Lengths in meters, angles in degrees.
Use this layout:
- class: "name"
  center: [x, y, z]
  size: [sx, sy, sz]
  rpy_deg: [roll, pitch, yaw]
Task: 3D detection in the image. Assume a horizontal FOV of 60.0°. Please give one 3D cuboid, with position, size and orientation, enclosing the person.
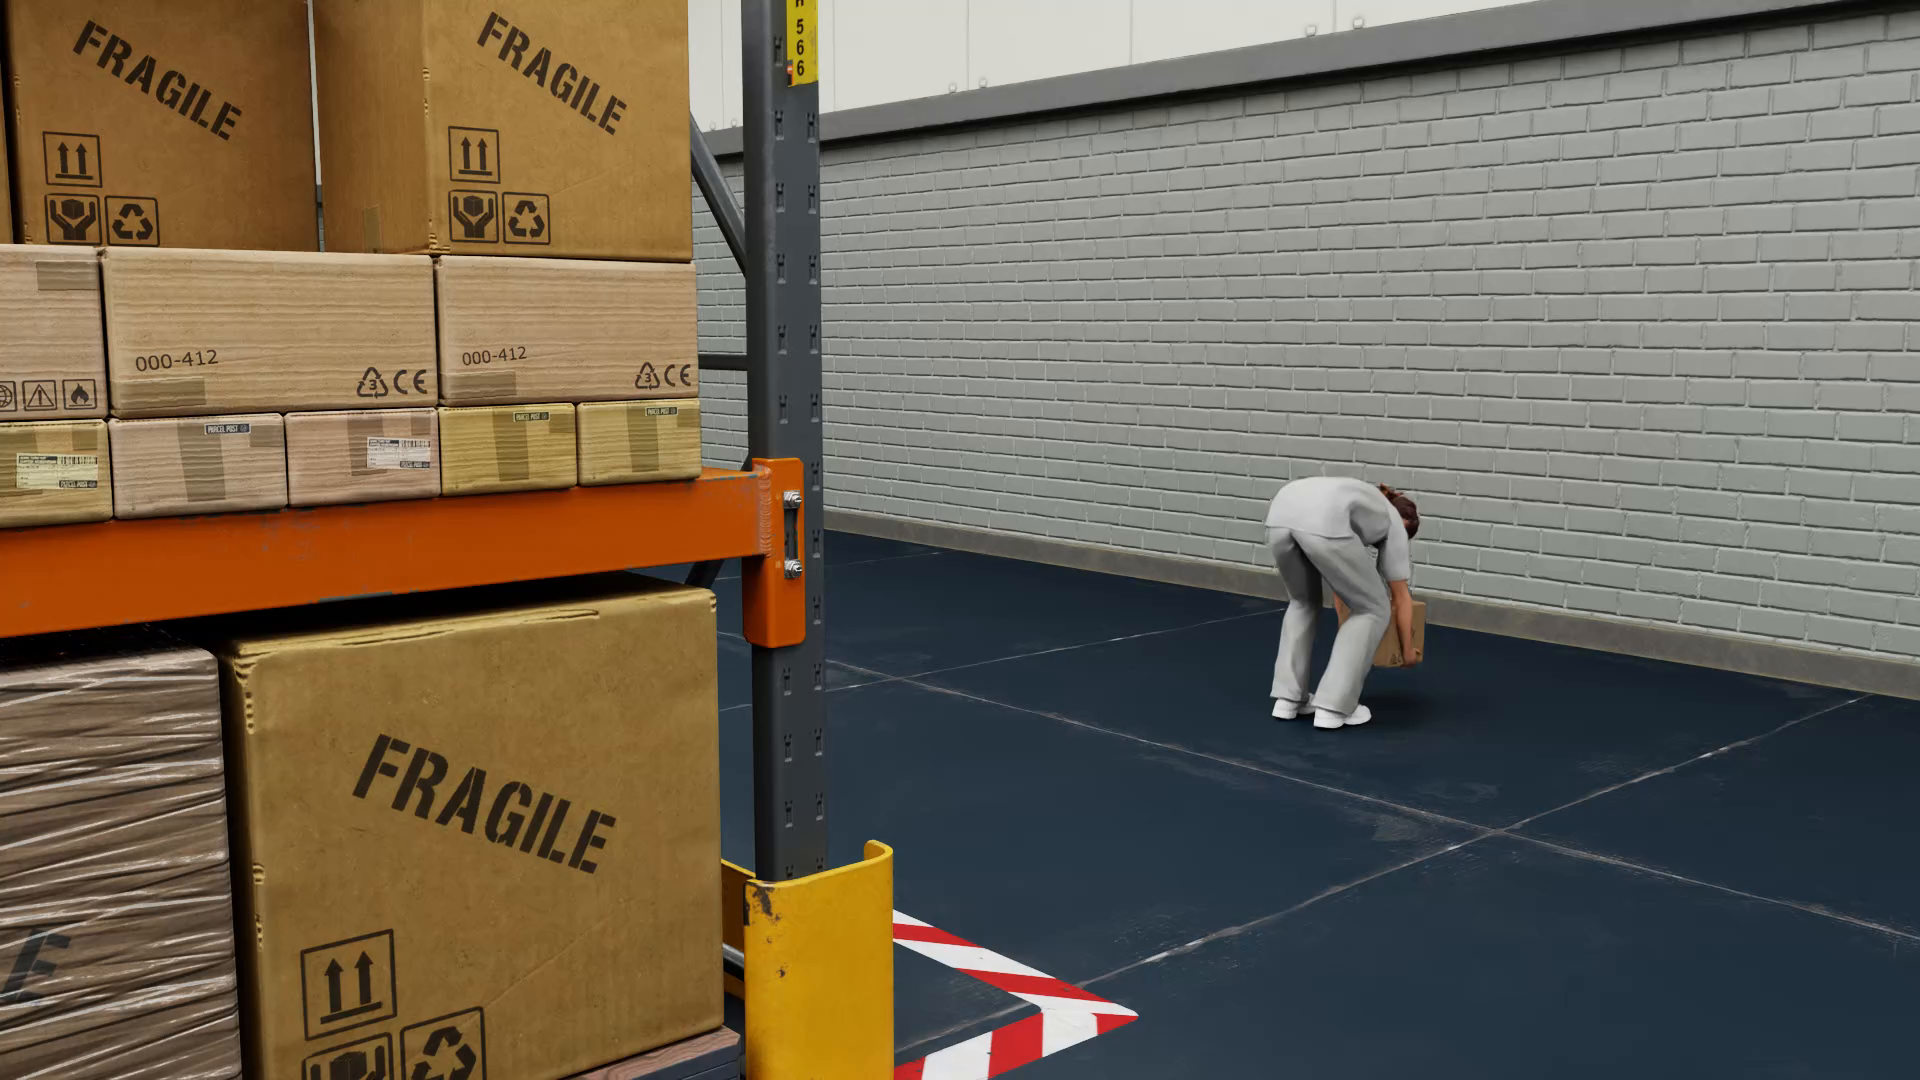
- class: "person"
  center: [1.584, 0.219, 6.767]
  size: [0.864, 0.986, 0.452]
  rpy_deg: [-7, 10, -43]
